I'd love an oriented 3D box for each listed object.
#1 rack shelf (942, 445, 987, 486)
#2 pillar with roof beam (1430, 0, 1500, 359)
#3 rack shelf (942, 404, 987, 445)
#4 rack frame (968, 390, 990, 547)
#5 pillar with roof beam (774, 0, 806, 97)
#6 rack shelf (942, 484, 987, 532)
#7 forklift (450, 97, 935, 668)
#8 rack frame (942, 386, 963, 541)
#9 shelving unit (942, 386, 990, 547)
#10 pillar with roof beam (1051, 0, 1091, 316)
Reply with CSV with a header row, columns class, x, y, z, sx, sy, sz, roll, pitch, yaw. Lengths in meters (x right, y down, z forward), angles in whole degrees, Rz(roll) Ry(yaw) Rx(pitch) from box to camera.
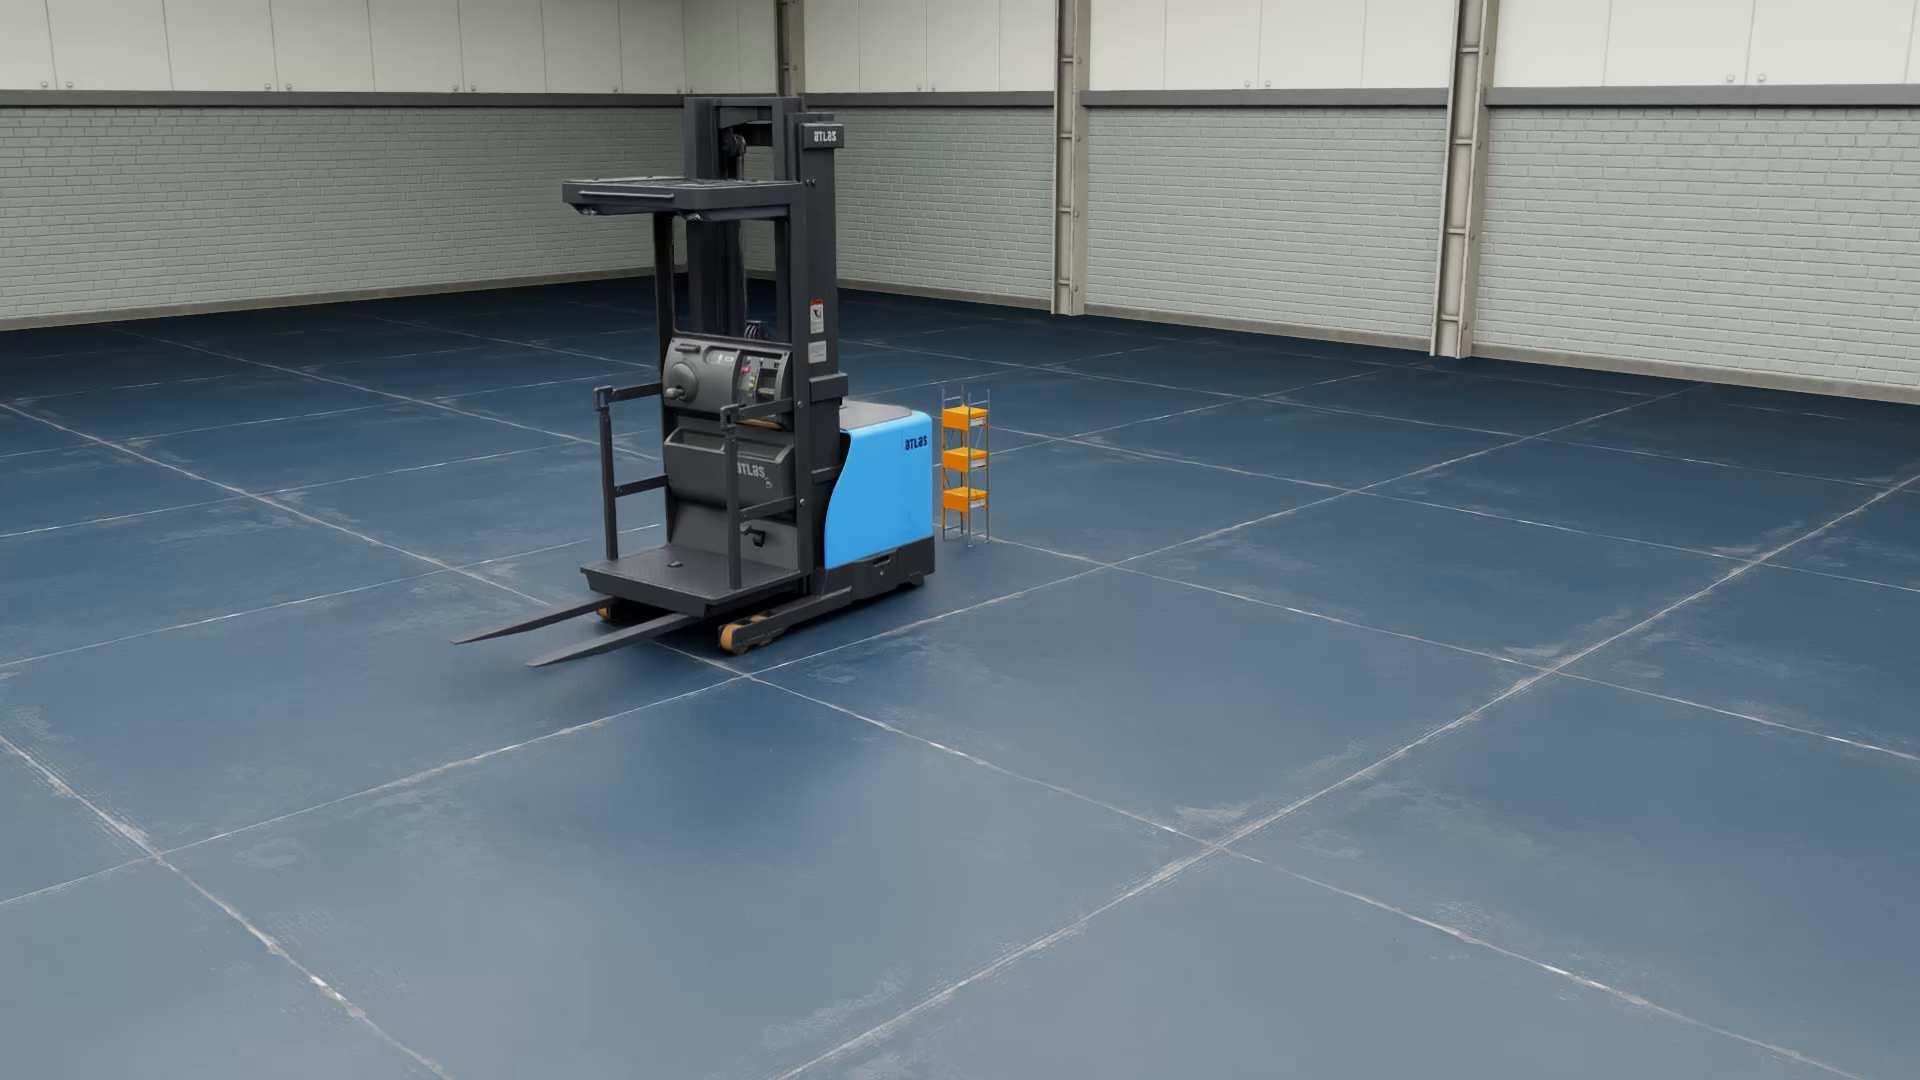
class,x,y,z,sx,sy,sz,roll,pitch,yaw
rack shelf,0.039,-0.488,11.266,0.240,0.259,0.215,14,20,42
pillar with roof beam,2.887,-5.780,15.769,0.400,9.000,9.100,14,20,42
rack shelf,0.039,-0.763,11.195,0.240,0.259,0.215,14,20,42
rack frame,0.126,-0.477,11.182,0.008,1.050,0.200,14,20,42
pillar with roof beam,-5.752,-7.880,23.829,0.400,9.000,9.100,14,20,42
rack shelf,0.039,-0.219,11.337,0.240,0.259,0.215,14,20,42
forklift,-1.447,-0.936,9.213,1.130,2.935,3.031,11,18,36
rack frame,-0.049,-0.520,11.346,0.008,1.050,0.200,14,20,42
shelving unit,0.039,-0.499,11.264,0.252,1.050,0.215,14,20,42
pillar with roof beam,-1.432,-6.830,19.799,0.400,9.000,9.100,14,20,42
